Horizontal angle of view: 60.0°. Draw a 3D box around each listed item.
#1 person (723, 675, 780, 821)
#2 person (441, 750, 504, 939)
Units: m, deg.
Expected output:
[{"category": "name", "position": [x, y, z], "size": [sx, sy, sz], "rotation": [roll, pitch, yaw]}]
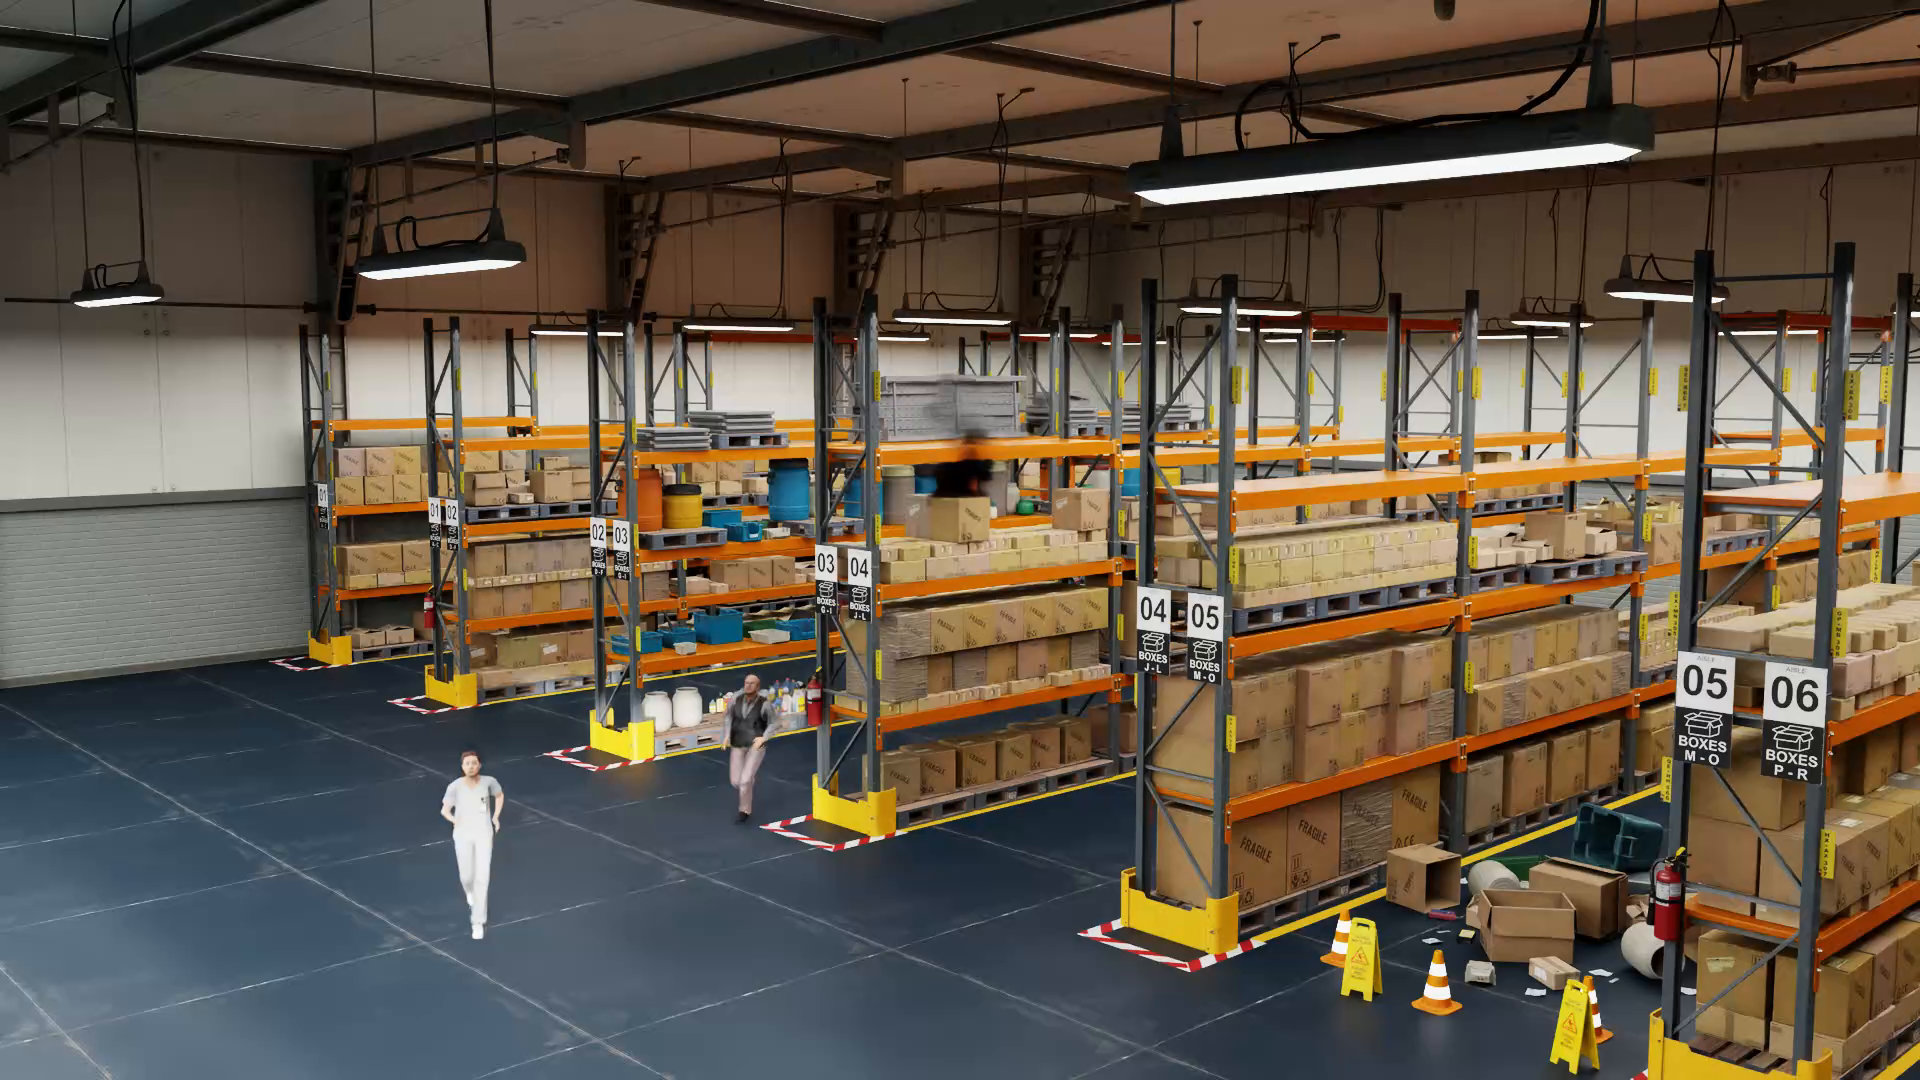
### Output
[{"category": "person", "position": [-2.435, 2.397, 19.315], "size": [0.688, 1.677, 0.681], "rotation": [1, 6, 12]}, {"category": "person", "position": [-4.520, 2.771, 15.466], "size": [0.568, 1.663, 0.935], "rotation": [-2, 6, -17]}]
